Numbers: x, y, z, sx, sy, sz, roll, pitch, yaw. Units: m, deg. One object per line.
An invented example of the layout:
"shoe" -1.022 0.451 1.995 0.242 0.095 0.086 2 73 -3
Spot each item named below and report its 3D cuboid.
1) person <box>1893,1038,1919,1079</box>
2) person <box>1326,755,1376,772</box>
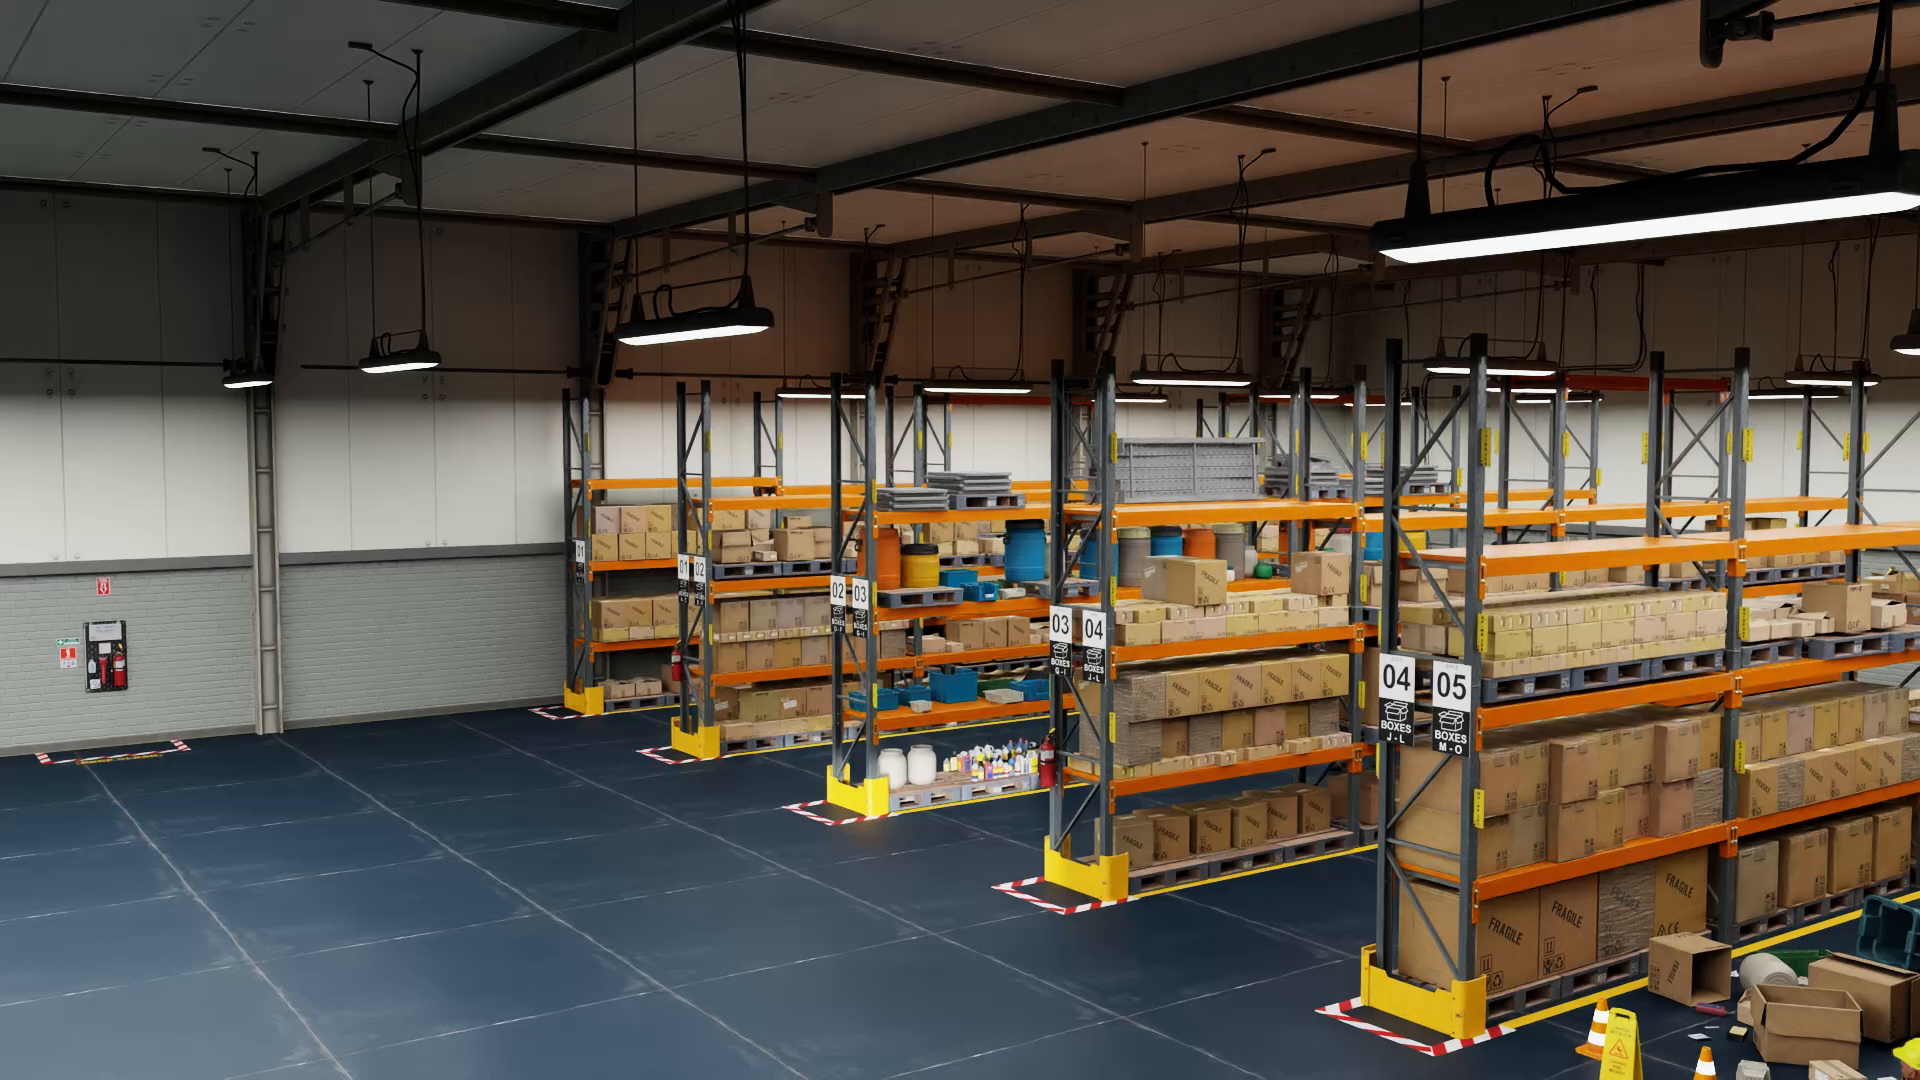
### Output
"person" 5.524 3.691 9.403 0.600 1.734 0.989 -3 5 -40
"person" 6.059 2.695 25.290 1.074 1.663 0.531 -2 4 -32
